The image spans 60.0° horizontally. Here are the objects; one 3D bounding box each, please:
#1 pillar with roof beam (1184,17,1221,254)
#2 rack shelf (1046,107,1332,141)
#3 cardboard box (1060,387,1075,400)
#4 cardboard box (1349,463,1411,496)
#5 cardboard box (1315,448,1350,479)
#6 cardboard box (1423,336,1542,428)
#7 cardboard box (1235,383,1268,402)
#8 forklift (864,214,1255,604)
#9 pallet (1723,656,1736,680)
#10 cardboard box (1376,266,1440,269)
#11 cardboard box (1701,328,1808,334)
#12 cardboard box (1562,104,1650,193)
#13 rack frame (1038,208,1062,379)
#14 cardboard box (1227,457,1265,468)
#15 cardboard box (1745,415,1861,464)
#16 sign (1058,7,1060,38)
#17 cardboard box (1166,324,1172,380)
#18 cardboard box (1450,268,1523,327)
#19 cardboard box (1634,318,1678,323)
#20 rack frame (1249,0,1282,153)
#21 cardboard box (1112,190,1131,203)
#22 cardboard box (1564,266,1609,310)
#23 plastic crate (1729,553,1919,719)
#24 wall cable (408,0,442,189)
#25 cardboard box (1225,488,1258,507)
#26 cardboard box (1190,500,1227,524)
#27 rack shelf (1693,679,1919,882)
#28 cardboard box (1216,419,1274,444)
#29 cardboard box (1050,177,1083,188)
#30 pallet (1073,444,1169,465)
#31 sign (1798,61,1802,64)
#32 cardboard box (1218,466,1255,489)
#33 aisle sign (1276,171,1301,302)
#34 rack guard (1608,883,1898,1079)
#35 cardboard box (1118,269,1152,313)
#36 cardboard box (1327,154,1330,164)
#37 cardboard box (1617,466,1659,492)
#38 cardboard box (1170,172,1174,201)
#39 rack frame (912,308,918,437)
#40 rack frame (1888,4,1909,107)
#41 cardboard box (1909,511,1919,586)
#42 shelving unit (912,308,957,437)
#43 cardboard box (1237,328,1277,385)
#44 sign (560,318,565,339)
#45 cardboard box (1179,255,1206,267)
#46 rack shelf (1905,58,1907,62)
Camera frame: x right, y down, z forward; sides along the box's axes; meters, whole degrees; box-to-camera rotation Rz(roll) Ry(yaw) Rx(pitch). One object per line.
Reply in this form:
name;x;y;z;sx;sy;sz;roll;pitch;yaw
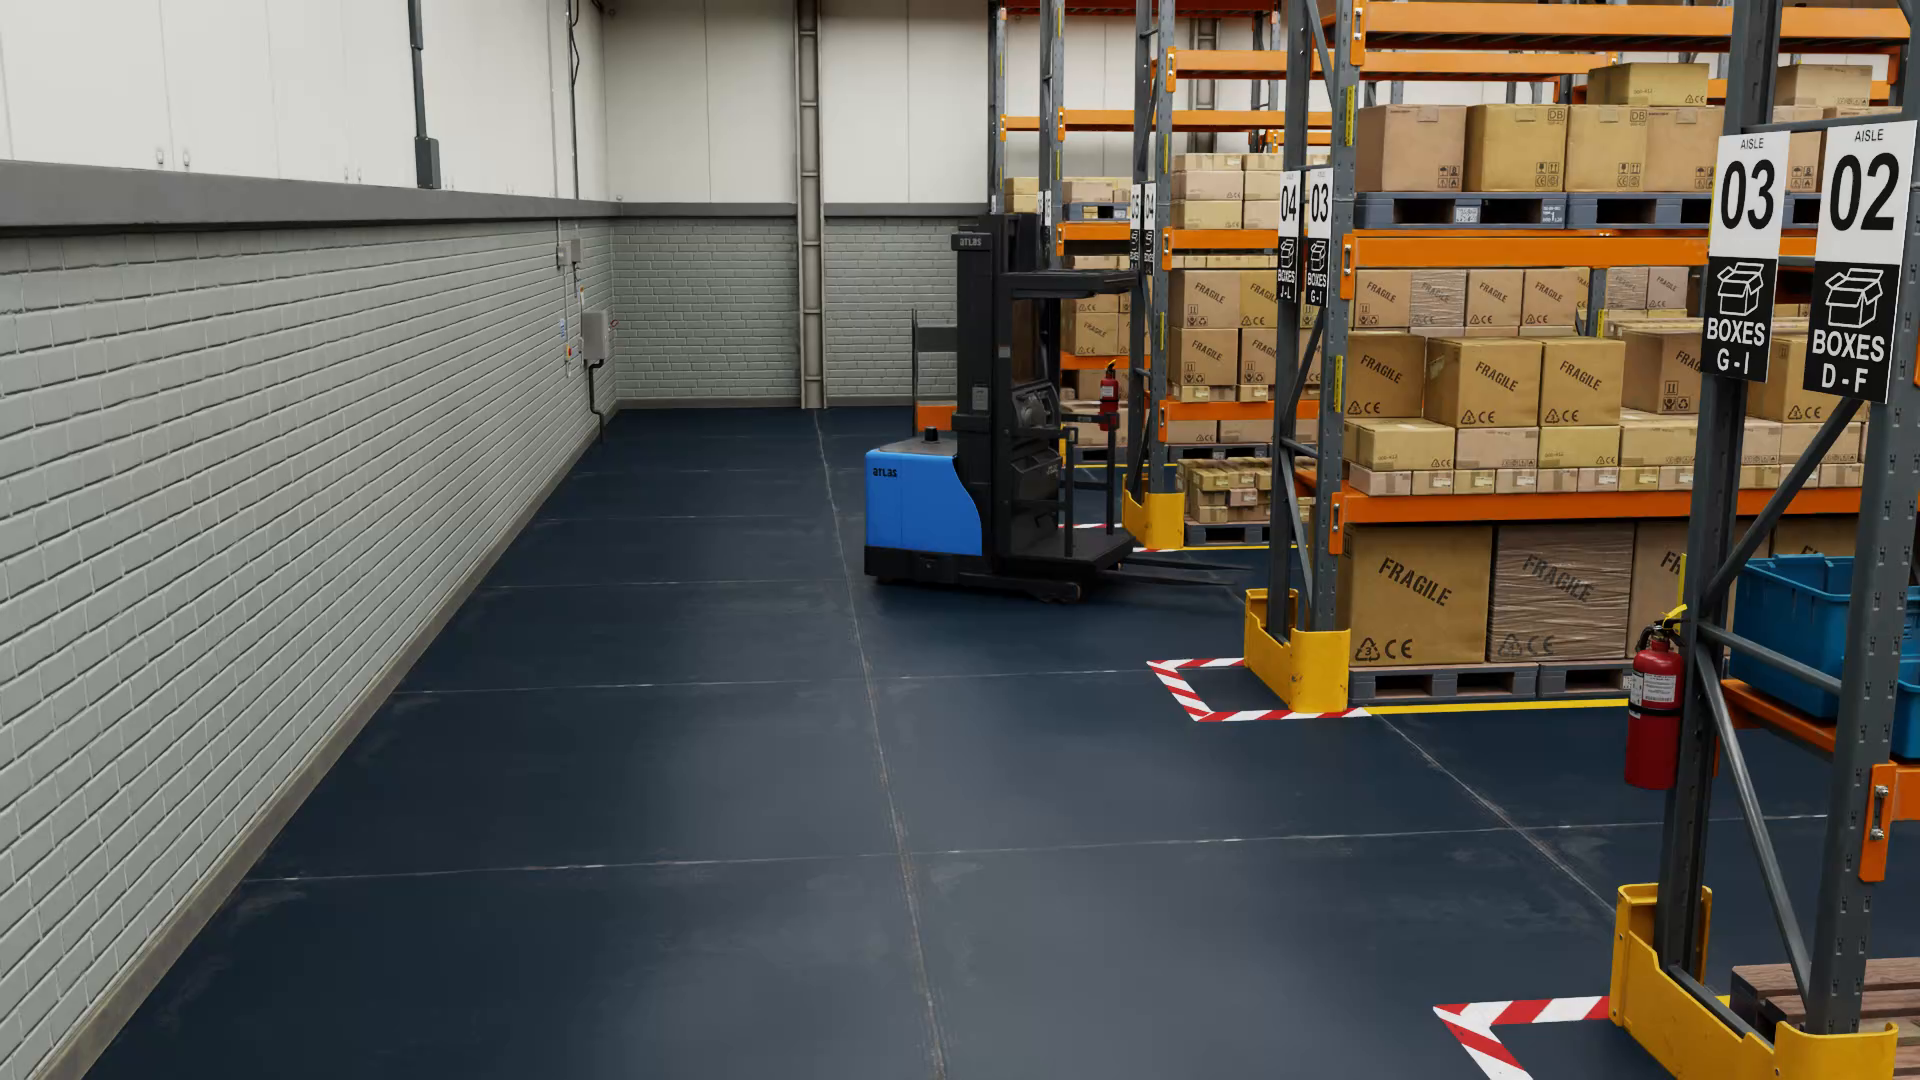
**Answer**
pillar with roof beam;4.176;-5.759;21.215;0.548;9.000;9.100;-1;11;-6
rack shelf;3.052;-4.883;19.664;4.000;0.370;1.077;-1;11;-6
cardboard box;1.568;-2.202;24.978;0.250;0.149;0.380;-2;11;-8
cardboard box;2.522;-0.368;9.995;0.250;0.149;0.380;-1;11;-5
cardboard box;2.452;-0.494;10.639;0.250;0.149;0.380;-1;11;-5
cardboard box;3.137;-0.956;10.009;0.500;0.500;0.500;-1;11;-7
cardboard box;2.578;-1.329;14.887;0.250;0.149;0.380;-2;11;-8
forklift;0.787;-1.064;13.064;3.031;2.935;1.130;5;12;23
pallet;5.346;0.739;10.944;1.213;0.211;1.003;-1;11;-6
cardboard box;4.182;-2.288;15.490;0.500;0.500;0.500;-1;11;-5
cardboard box;5.116;-1.101;10.747;0.500;0.500;0.500;-1;11;-6
cardboard box;3.726;-2.353;10.058;0.500;0.500;0.700;-2;11;-10
rack frame;1.063;-2.447;19.922;0.127;3.000;1.000;-1;11;-6
cardboard box;2.697;-0.683;15.707;0.250;0.149;0.380;-1;11;-7
cardboard box;5.185;-0.632;10.305;0.500;0.250;0.500;-1;11;-4
sign;1.117;-5.820;18.696;0.005;0.325;0.100;-1;11;-6
cardboard box;2.117;-1.754;15.365;0.500;0.500;0.500;-1;11;-5
cardboard box;4.723;-2.196;15.020;0.500;0.500;0.500;-2;11;-8
cardboard box;6.577;-2.015;15.742;0.250;0.149;0.380;-2;11;-8
rack frame;4.500;-6.426;24.609;0.127;3.000;1.000;-1;11;-6
cardboard box;1.909;-4.102;19.865;0.250;0.149;0.380;-2;11;-10
cardboard box;7.527;-3.071;20.245;0.500;0.500;0.500;-1;11;-6
plastic crate;2.981;0.313;5.632;0.499;0.435;0.616;-1;11;-6
wall cable;-3.860;-5.612;12.129;0.120;5.999;2.277;-1;11;-6
cardboard box;2.525;-0.410;15.089;0.250;0.149;0.380;-1;11;-6
cardboard box;2.254;-0.257;15.082;0.250;0.149;0.380;-1;11;-5
rack shelf;4.657;0.714;5.705;4.000;0.370;1.077;-1;11;-6
cardboard box;3.514;-1.468;20.496;0.875;0.438;0.875;-2;11;-8
cardboard box;1.500;-5.157;24.250;0.500;0.250;0.500;-1;11;-6
pallet;1.850;-1.111;20.352;1.213;0.211;1.003;-1;11;-6
sign;12.524;-6.986;24.831;0.005;0.325;0.100;-1;11;-6
cardboard box;2.517;-0.574;15.152;0.250;0.149;0.380;-1;11;-5
aisle sign;2.030;-1.878;10.290;0.004;0.787;0.394;-1;11;-6
rack guard;2.646;1.633;5.650;0.348;0.500;1.175;-1;11;-6
cardboard box;2.084;-2.954;19.651;0.500;0.500;0.500;-2;11;-8
cardboard box;3.337;-3.314;14.613;0.250;0.149;0.380;-1;11;-4
cardboard box;4.051;-0.400;10.160;0.250;0.149;0.380;-1;11;-8
cardboard box;2.129;-3.202;15.078;0.500;0.250;0.500;-2;11;-8
rack frame;-0.407;-1.022;15.004;0.015;2.100;0.400;-1;11;-6
rack frame;6.110;-3.574;10.100;0.127;3.000;1.000;-1;11;-6
cardboard box;6.744;0.189;10.931;0.875;0.875;1.225;-1;11;-6
shelving unit;-0.165;-1.027;15.030;0.503;2.100;0.431;-1;11;-6
cardboard box;2.704;-1.668;14.926;0.500;0.500;0.500;-1;11;-6
sign;-4.595;-2.447;19.222;0.001;0.218;0.327;-1;11;-6
cardboard box;2.738;-3.284;19.644;0.250;0.149;0.380;-1;11;-6
rack shelf;8.098;-3.066;10.420;4.000;0.370;1.077;-1;11;-6
